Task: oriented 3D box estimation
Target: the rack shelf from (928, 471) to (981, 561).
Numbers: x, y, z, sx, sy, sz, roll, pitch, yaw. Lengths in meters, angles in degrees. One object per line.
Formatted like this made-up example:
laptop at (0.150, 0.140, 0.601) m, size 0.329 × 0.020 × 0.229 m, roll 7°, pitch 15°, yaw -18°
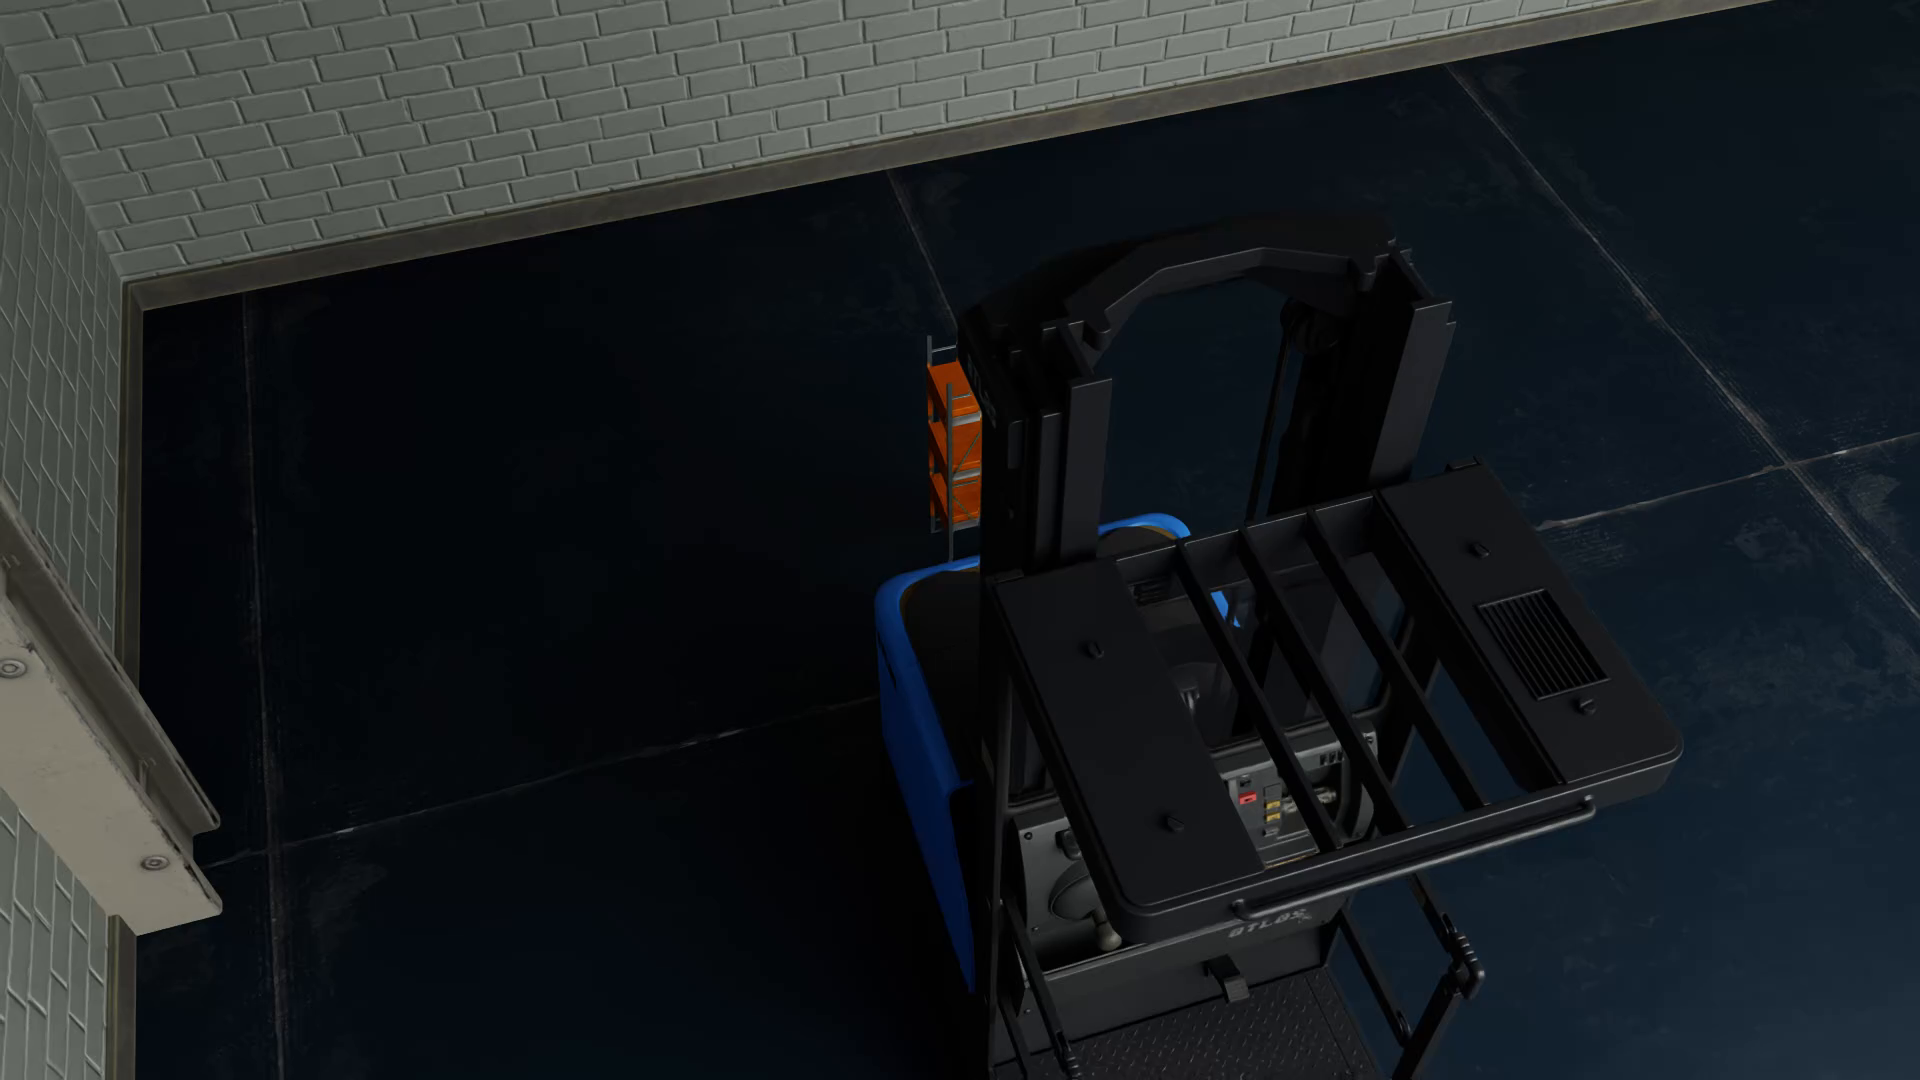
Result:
rack shelf at (0.016, -0.113, 6.326) m, size 0.215 × 0.259 × 0.240 m, roll -13°, pitch 51°, yaw -11°

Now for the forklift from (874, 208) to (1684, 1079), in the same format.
forklift at (0.654, 0.832, 3.921) m, size 1.130 × 2.935 × 3.031 m, roll -14°, pitch 51°, yaw -11°

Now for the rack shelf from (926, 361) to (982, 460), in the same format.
rack shelf at (0.016, -0.475, 5.896) m, size 0.215 × 0.259 × 0.240 m, roll -13°, pitch 51°, yaw -11°

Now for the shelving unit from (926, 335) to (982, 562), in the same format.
shelving unit at (0.016, -0.299, 6.105) m, size 0.215 × 1.050 × 0.252 m, roll -13°, pitch 51°, yaw -11°

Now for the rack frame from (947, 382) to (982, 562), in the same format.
rack frame at (0.052, -0.210, 6.030) m, size 0.200 × 1.050 × 0.008 m, roll -13°, pitch 51°, yaw -11°

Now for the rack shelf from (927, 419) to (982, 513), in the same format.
rack shelf at (0.016, -0.292, 6.113) m, size 0.215 × 0.259 × 0.240 m, roll -13°, pitch 51°, yaw -11°

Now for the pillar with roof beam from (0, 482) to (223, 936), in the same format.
pillar with roof beam at (1.467, -2.749, 2.971) m, size 9.100 × 9.000 × 0.400 m, roll -13°, pitch 51°, yaw -11°

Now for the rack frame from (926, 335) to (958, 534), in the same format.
rack frame at (-0.020, -0.388, 6.180) m, size 0.200 × 1.050 × 0.008 m, roll -13°, pitch 51°, yaw -11°
